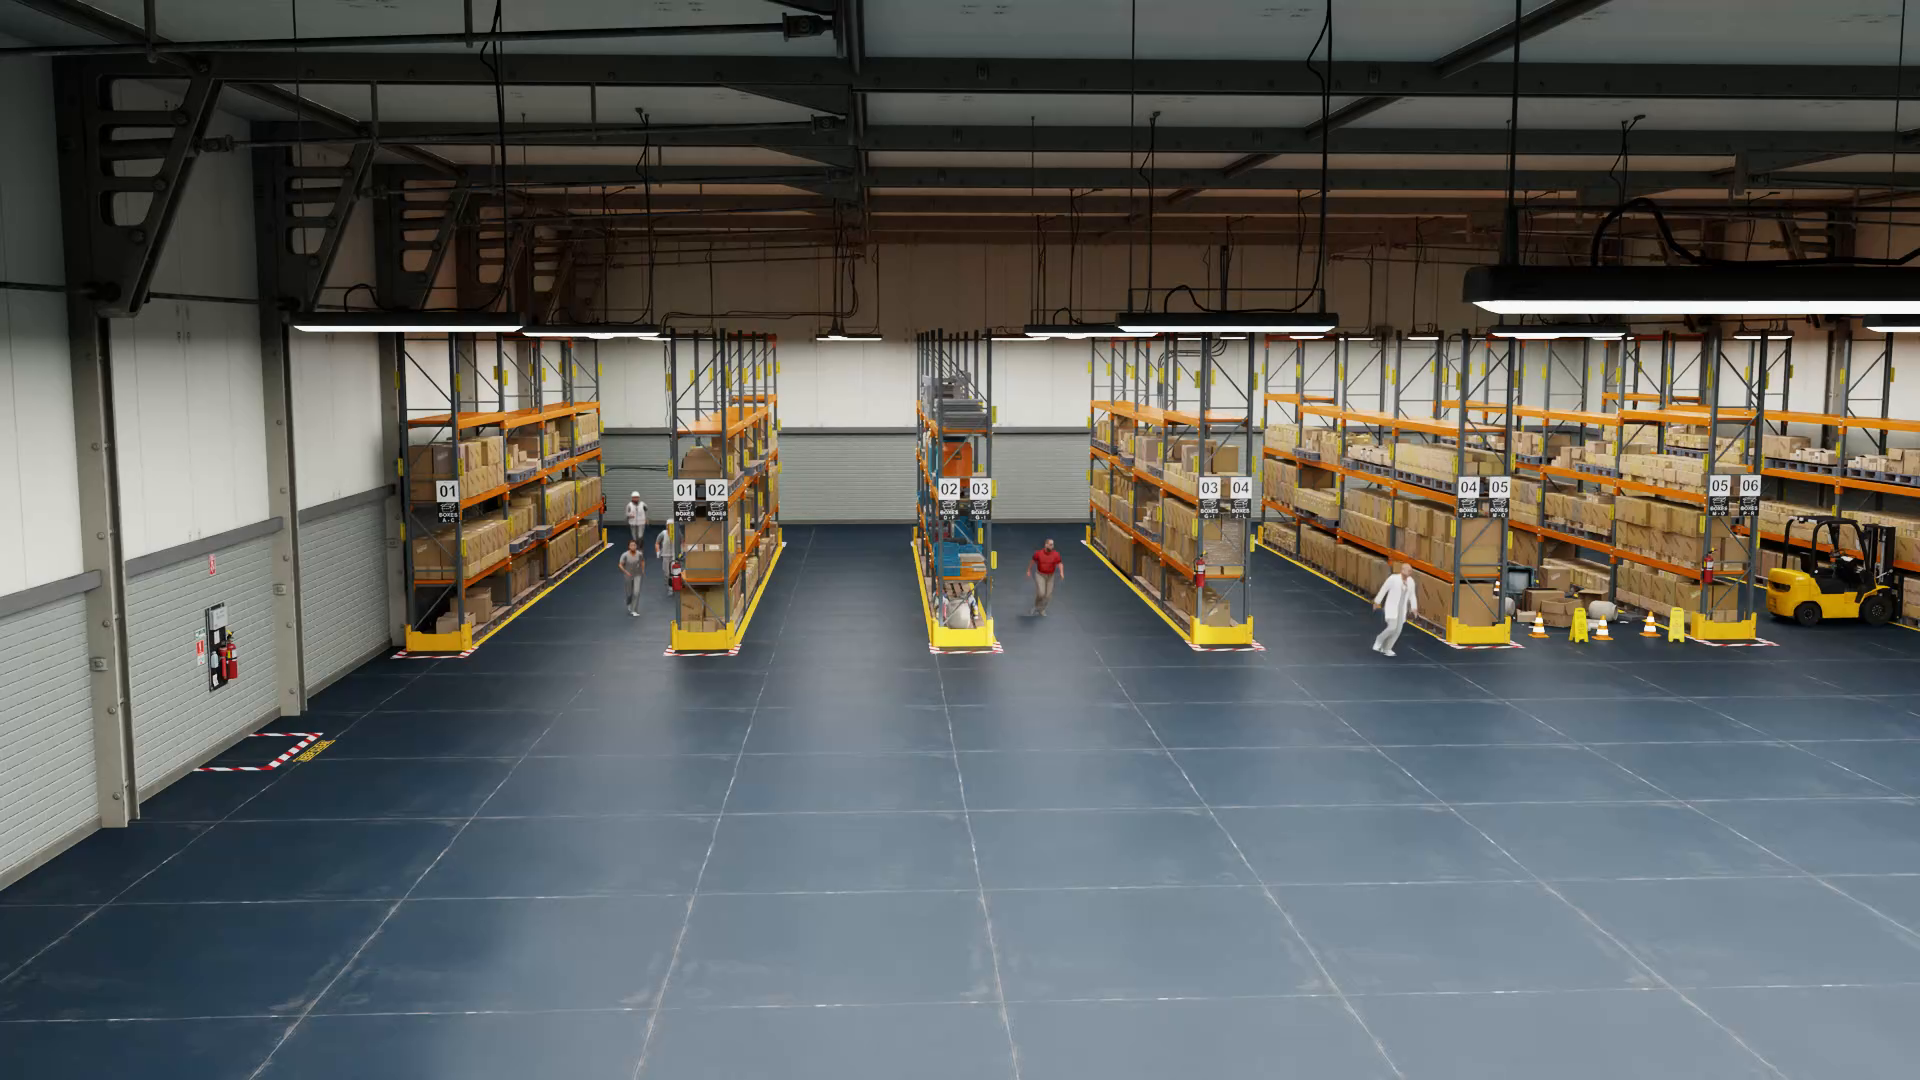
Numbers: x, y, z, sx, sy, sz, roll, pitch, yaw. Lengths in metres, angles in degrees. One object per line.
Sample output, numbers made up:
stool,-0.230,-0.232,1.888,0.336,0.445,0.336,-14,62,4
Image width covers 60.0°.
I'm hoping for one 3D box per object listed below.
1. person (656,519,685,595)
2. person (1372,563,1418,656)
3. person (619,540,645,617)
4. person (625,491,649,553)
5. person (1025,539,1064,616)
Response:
person,-6.652,0.374,38.226,0.673,1.735,0.676,-2,7,-13
person,7.992,1.275,30.588,0.720,1.748,0.611,-3,7,-25
person,-6.944,0.781,35.208,0.562,1.622,0.783,-2,7,-18
person,-8.661,-0.402,44.583,0.609,1.805,0.815,0,7,-4
person,1.808,0.790,34.756,0.677,1.666,0.798,-2,7,-16
